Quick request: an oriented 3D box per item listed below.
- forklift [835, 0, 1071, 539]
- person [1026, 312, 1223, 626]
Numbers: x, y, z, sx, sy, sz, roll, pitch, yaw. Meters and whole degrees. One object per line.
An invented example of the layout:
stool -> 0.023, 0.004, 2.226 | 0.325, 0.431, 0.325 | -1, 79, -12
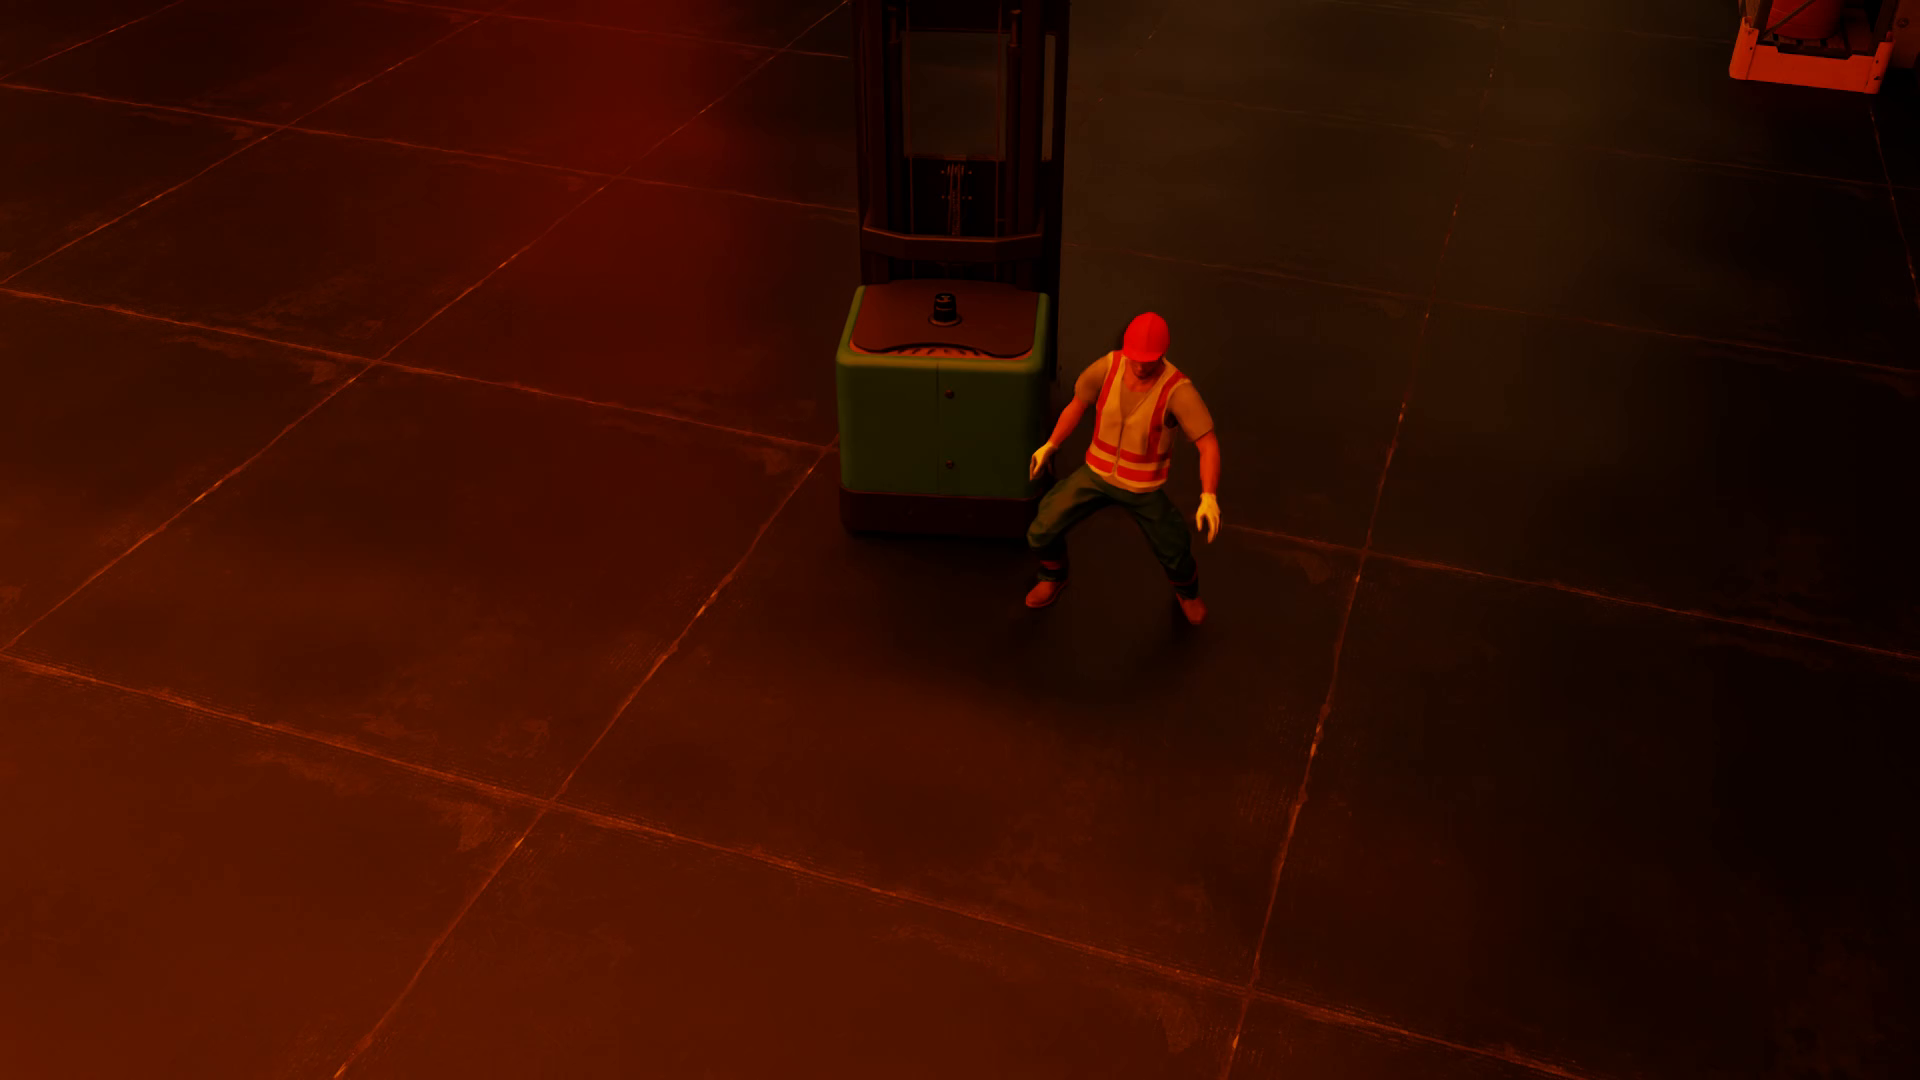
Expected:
forklift -> 0.024, -2.037, 8.984 | 1.130, 2.935, 3.031 | 3, 35, 4
person -> 0.796, -0.296, 7.665 | 0.994, 1.649, 0.680 | 17, 39, 23
